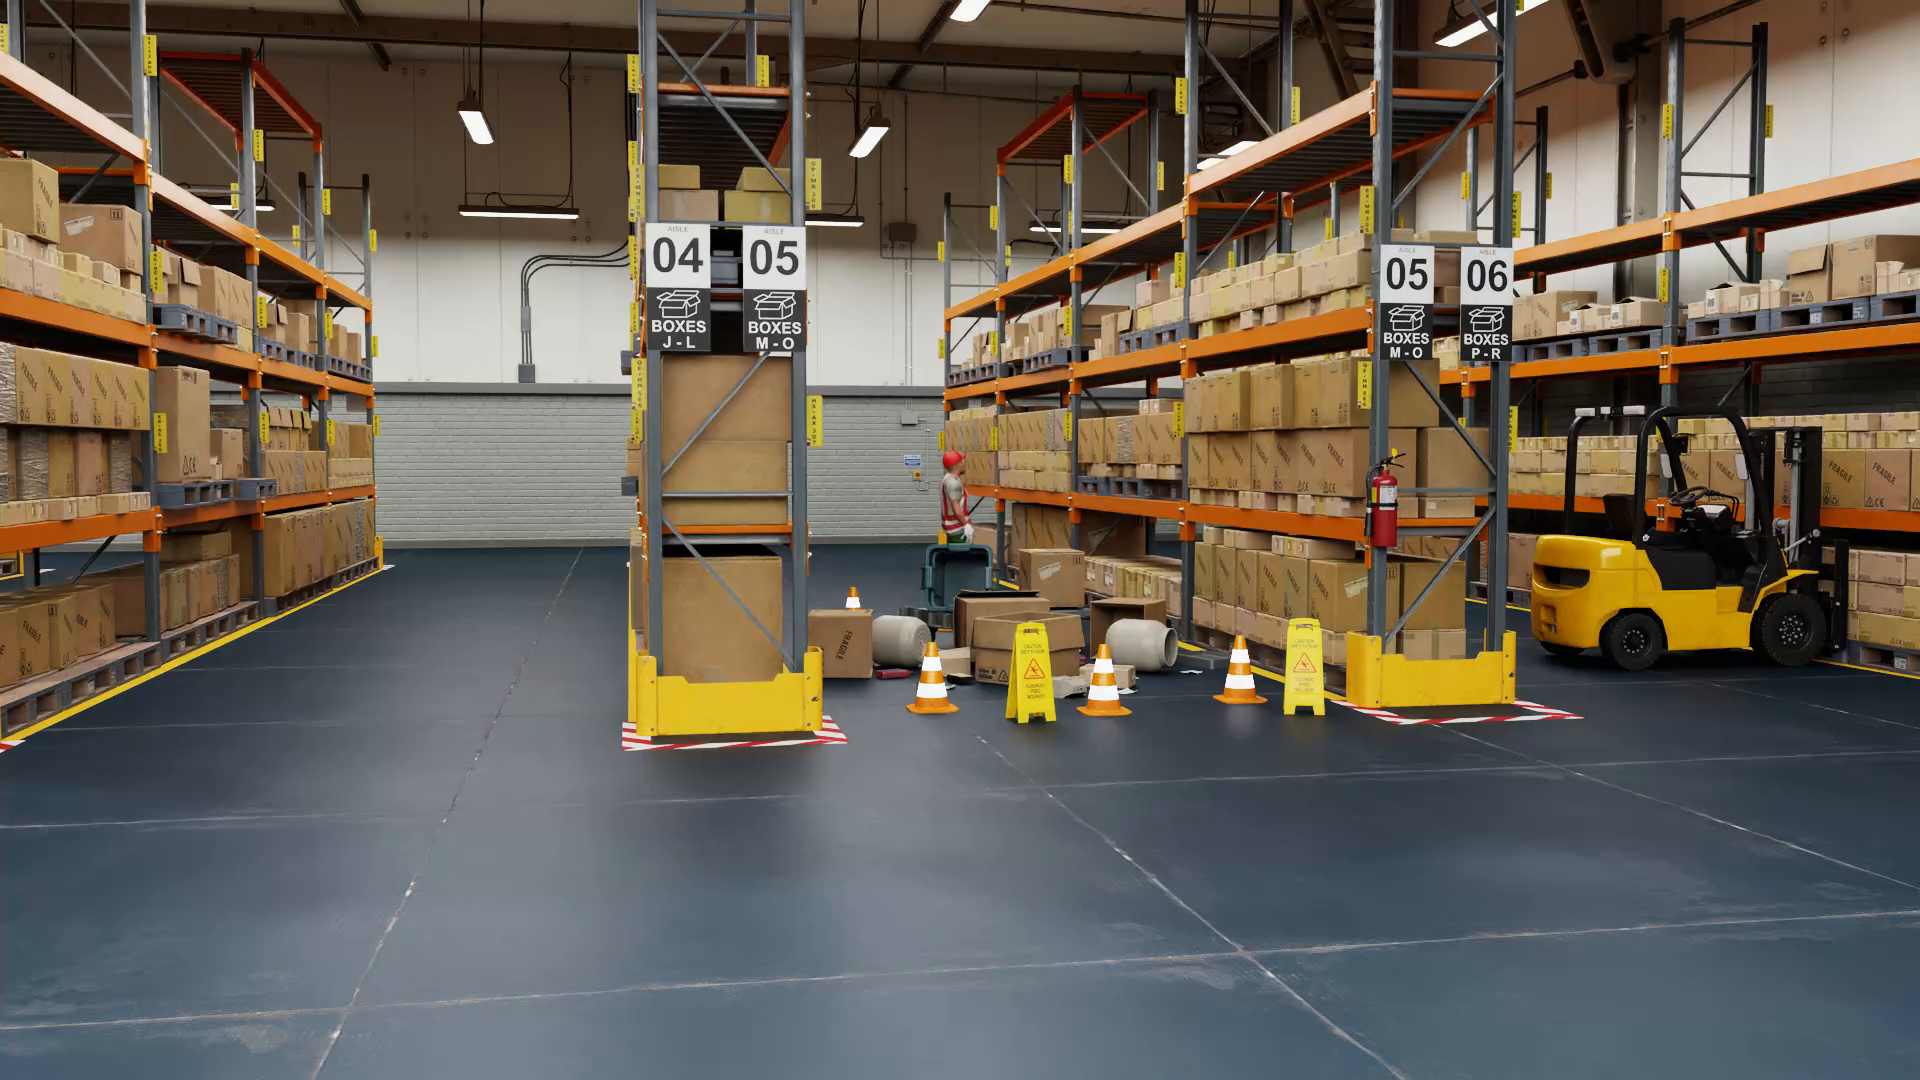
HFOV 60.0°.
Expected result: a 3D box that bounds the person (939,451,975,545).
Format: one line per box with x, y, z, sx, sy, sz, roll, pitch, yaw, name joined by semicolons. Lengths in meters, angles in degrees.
0.064;-0.084;18.257;0.564;1.788;0.624;-1;3;-11;person
